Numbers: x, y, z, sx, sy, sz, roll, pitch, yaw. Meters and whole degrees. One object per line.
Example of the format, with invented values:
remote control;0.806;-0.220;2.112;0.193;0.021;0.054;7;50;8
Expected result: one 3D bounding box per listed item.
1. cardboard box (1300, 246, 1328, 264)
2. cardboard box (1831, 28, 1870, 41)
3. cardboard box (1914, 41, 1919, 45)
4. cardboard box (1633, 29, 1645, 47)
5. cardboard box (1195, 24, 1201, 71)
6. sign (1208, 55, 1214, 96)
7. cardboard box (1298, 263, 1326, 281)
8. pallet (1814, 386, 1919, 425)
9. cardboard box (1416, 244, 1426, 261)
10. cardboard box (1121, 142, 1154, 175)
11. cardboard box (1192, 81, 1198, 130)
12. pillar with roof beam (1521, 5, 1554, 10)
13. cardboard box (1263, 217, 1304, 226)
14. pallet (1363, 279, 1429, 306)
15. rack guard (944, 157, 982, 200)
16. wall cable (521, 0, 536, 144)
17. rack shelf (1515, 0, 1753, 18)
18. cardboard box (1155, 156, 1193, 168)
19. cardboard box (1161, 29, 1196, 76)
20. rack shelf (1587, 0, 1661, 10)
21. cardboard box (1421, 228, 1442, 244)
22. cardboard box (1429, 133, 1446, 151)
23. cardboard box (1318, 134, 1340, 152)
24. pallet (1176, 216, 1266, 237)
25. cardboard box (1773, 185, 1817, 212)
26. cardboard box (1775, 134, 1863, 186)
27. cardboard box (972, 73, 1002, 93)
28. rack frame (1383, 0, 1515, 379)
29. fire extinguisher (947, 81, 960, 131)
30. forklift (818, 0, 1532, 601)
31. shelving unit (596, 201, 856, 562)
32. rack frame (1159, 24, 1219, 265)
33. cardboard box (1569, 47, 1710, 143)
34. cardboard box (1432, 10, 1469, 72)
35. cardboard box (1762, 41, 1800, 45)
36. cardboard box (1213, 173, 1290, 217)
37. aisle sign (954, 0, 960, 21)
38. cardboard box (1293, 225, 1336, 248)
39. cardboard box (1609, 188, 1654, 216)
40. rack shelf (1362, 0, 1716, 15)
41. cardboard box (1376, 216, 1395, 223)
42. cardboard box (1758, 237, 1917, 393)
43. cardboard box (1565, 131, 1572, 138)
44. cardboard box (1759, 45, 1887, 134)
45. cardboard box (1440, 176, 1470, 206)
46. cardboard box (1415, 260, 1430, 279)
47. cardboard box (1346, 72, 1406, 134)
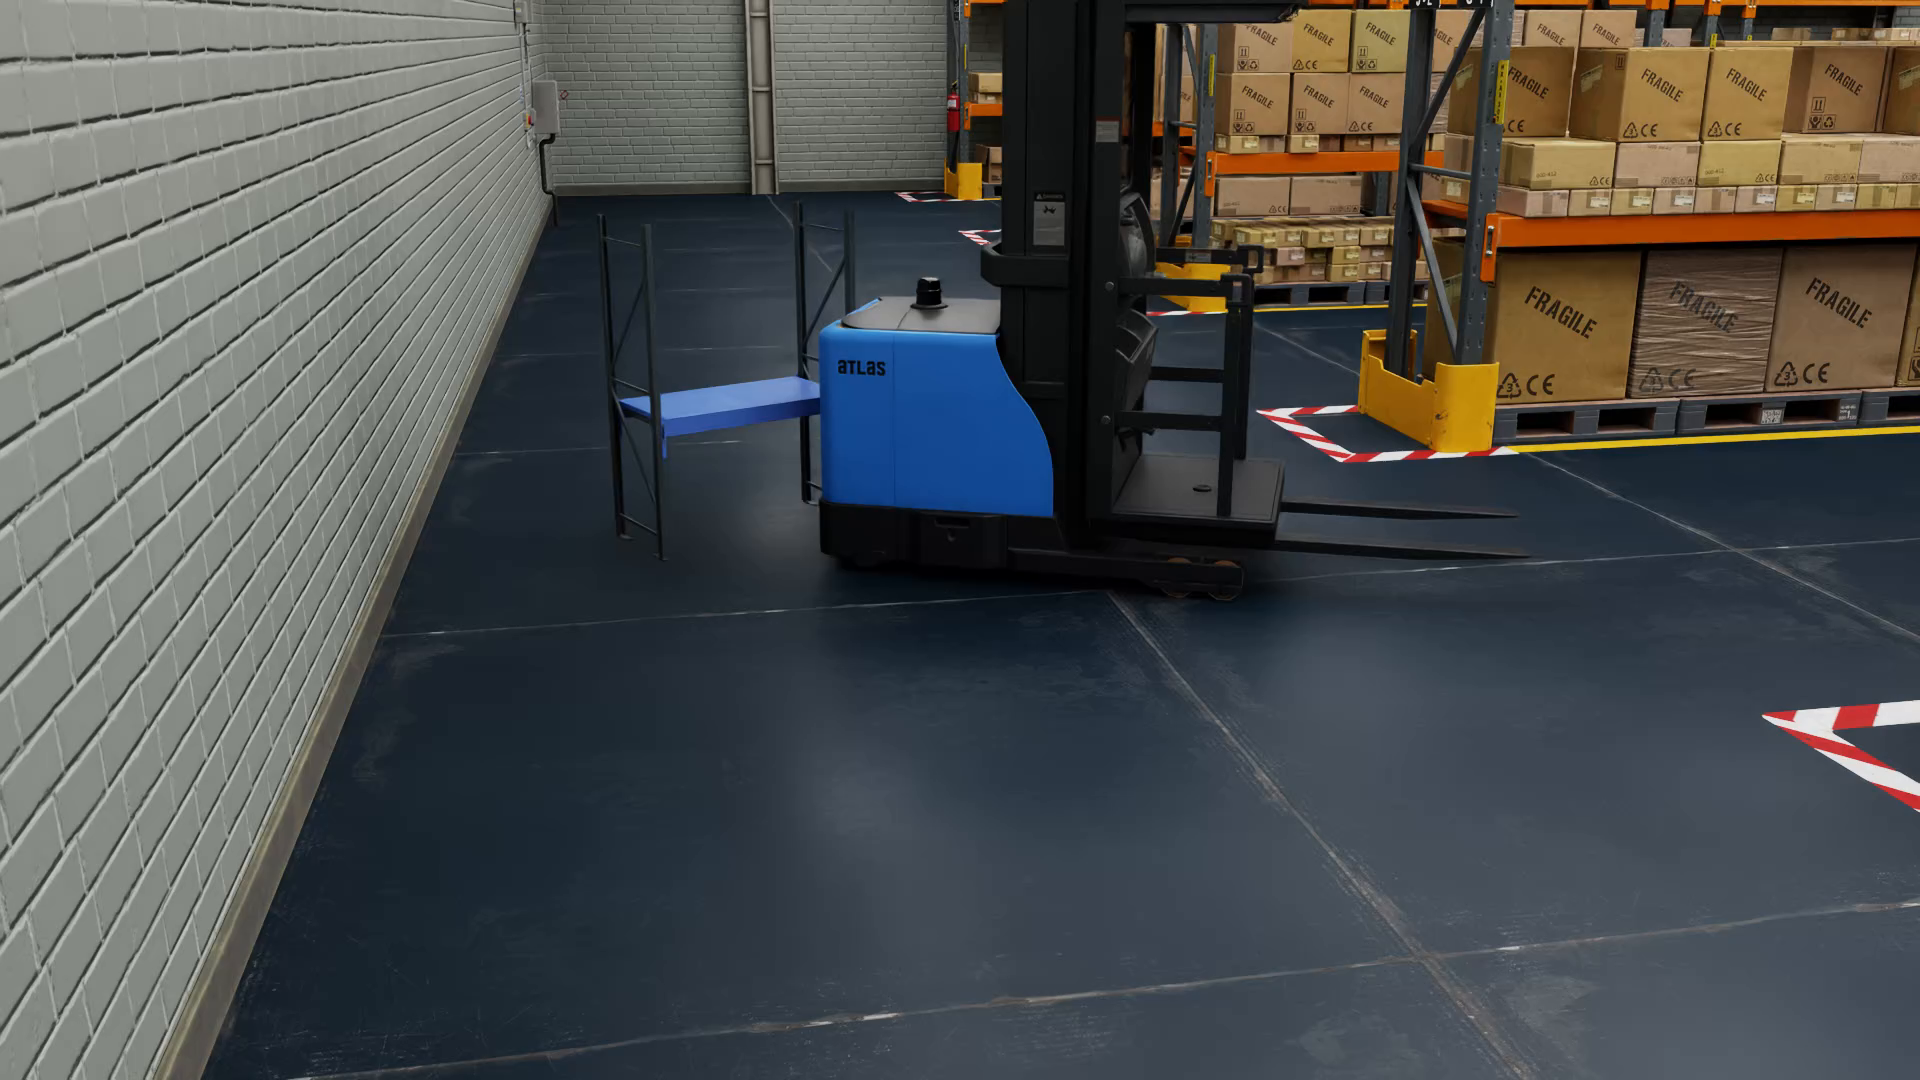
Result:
cardboard box;3.015;-2.510;14.509;0.250;0.149;0.380;-3;17;-10
cardboard box;11.117;-6.313;20.760;0.250;0.149;0.380;-2;17;-7
cardboard box;11.796;-5.897;20.511;0.500;0.500;0.500;-3;17;-10
cardboard box;7.805;-5.794;19.695;0.500;0.500;0.500;-3;17;-9
cardboard box;2.351;-4.302;14.329;0.500;0.500;0.500;-4;17;-12
sign;2.052;-3.794;13.582;0.005;0.325;0.100;-3;17;-10
cardboard box;3.008;-2.366;14.545;0.250;0.149;0.380;-3;17;-10
pallet;5.956;-0.971;10.615;1.213;0.211;1.003;-3;17;-10
cardboard box;4.056;-2.575;14.719;0.250;0.149;0.380;-2;17;-8
cardboard box;2.450;-5.496;24.138;0.500;0.500;0.700;-4;18;-13
cardboard box;2.341;-3.826;14.483;0.500;0.500;0.500;-3;17;-9
pillar with roof beam;9.746;-8.794;21.115;0.400;9.000;9.100;-3;17;-10
cardboard box;2.908;-2.810;14.979;0.250;0.149;0.380;-4;17;-12
pallet;4.023;-2.310;14.973;1.213;0.211;1.003;-3;17;-10
rack guard;0.040;-5.198;23.884;0.348;0.500;1.175;-3;17;-10
wall cable;-4.902;-5.531;18.981;0.122;1.984;0.588;-3;17;-10
rack shelf;9.784;-8.036;24.982;4.000;0.370;1.077;-3;17;-10
cardboard box;3.199;-5.558;24.664;0.500;0.311;0.500;-3;17;-8
cardboard box;2.446;-5.490;18.705;0.500;0.500;0.500;-3;17;-11
rack shelf;3.913;-4.738;14.246;4.000;0.370;1.077;-3;17;-10
cardboard box;4.045;-2.711;14.656;0.250;0.149;0.380;-3;17;-10
cardboard box;4.119;-3.448;14.358;0.250;0.149;0.380;-3;17;-9
cardboard box;3.074;-3.420;14.265;0.250;0.149;0.380;-2;17;-8
pallet;2.876;-3.759;19.691;1.213;0.211;1.003;-3;17;-10
cardboard box;4.712;-1.992;9.616;0.250;0.149;0.380;-4;17;-12
cardboard box;4.828;-2.209;9.644;0.500;0.250;0.500;-4;17;-12
cardboard box;0.462;-6.407;23.311;0.500;0.250;0.500;-3;17;-10
rack frame;2.791;-2.101;9.544;0.127;3.000;1.000;-3;17;-10
fire extinguisher;-0.091;-6.032;23.109;0.183;0.674;0.296;-3;17;-10
forklift;0.949;-1.317;7.108;3.031;2.935;1.130;4;17;12
shelving unit;-1.058;-0.768;7.757;1.048;1.500;0.538;-12;21;-34
rack frame;1.949;-3.537;14.218;0.127;3.000;1.000;-3;17;-10
cardboard box;3.804;-2.507;9.337;0.500;0.500;0.500;-4;17;-12
cardboard box;3.949;-4.235;14.112;0.500;0.500;0.500;-4;17;-12
cardboard box;9.761;-5.784;20.142;0.500;0.500;0.500;-2;17;-8
cardboard box;3.322;-4.103;19.709;0.875;0.438;0.875;-4;17;-12
aisle sign;-0.046;-7.543;22.834;0.004;0.787;0.394;-3;17;-10
cardboard box;3.047;-2.618;14.352;0.250;0.149;0.380;-3;17;-11
cardboard box;3.705;-1.935;9.431;0.250;0.149;0.380;-4;17;-12
rack shelf;6.802;-6.382;19.599;4.000;0.370;1.077;-3;17;-10
cardboard box;3.959;-2.843;15.086;0.250;0.149;0.380;-3;17;-10
cardboard box;5.171;-1.445;10.312;0.875;0.875;0.875;-3;17;-10
cardboard box;3.714;-2.303;9.951;0.500;0.250;0.500;-4;17;-11
cardboard box;5.204;-2.745;10.110;0.500;0.500;0.500;-4;17;-12
cardboard box;3.078;-2.096;9.955;0.250;0.149;0.380;-3;17;-9
cardboard box;4.040;-2.402;14.663;0.250;0.149;0.380;-3;17;-10
cardboard box;3.446;-3.733;14.180;0.500;0.500;0.500;-3;17;-10
